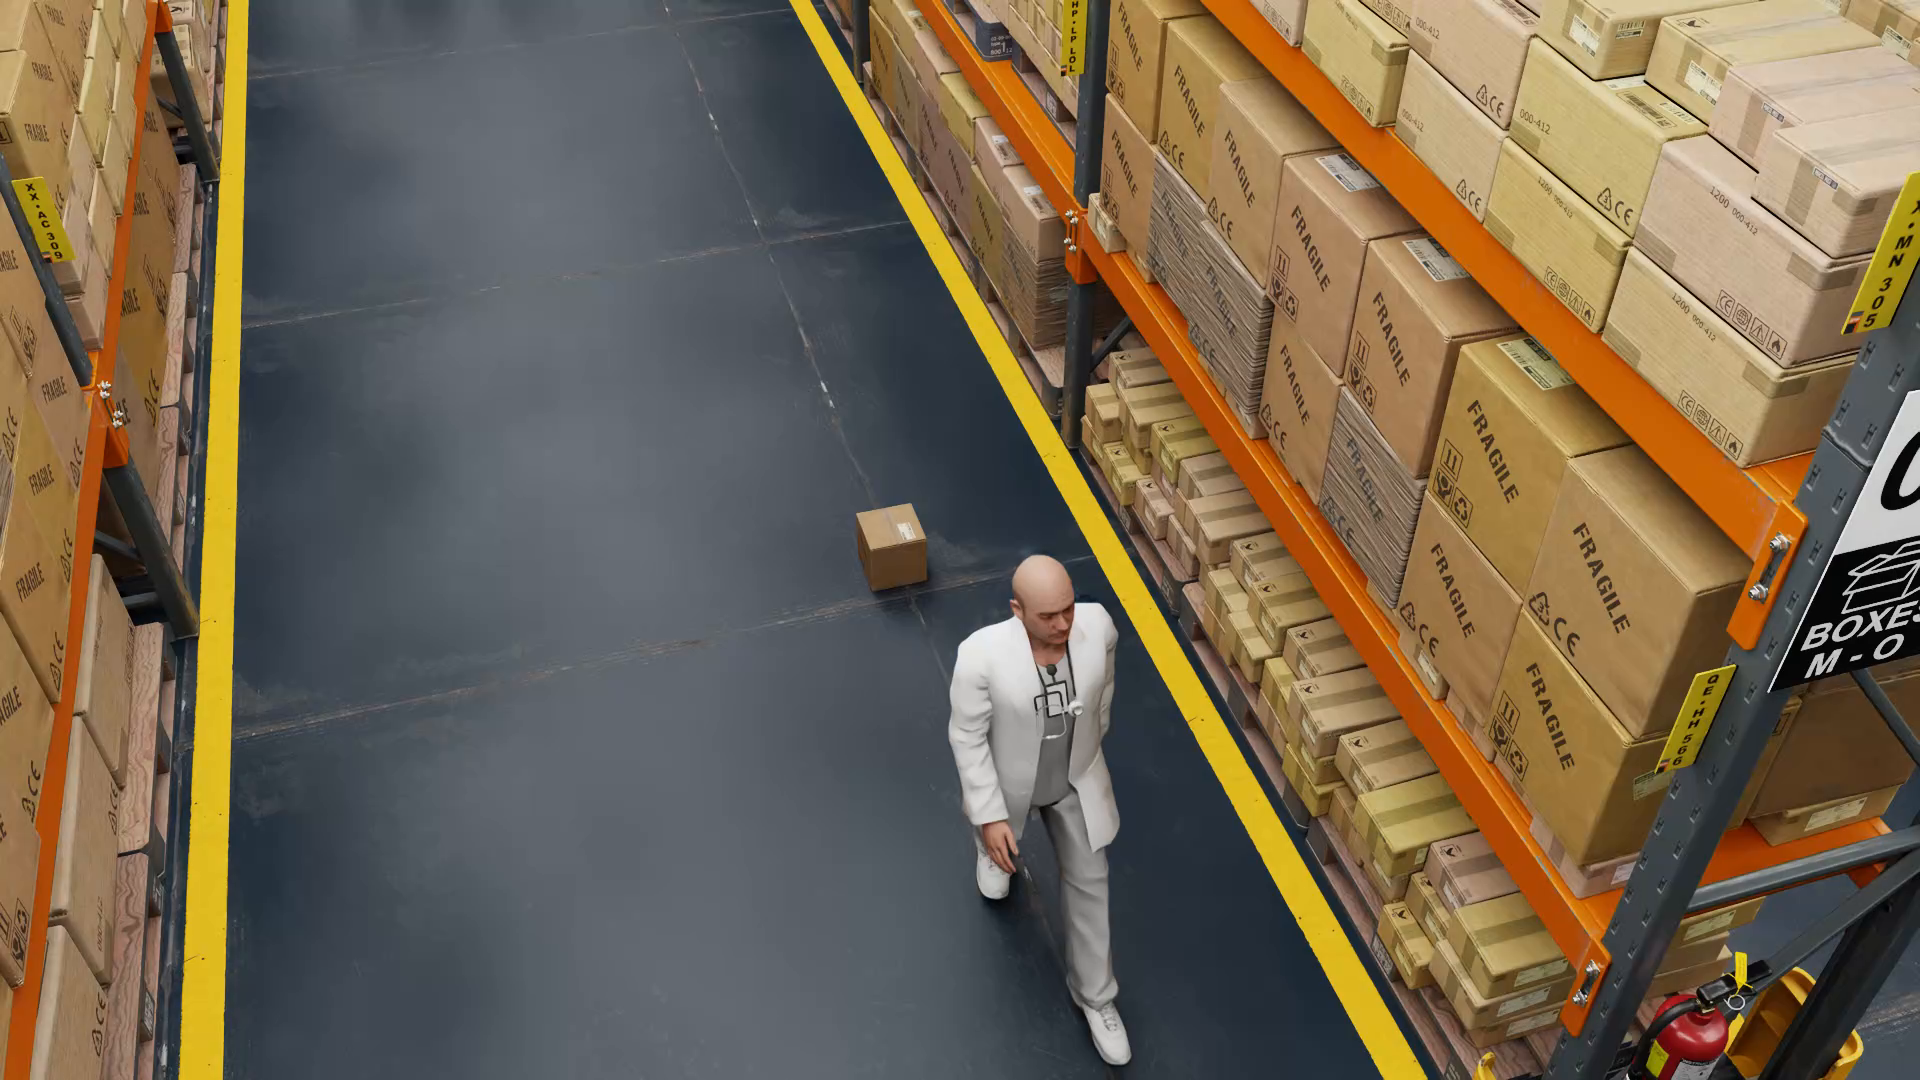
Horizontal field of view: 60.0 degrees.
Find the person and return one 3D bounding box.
[{"bbox_3d":[0.274,0.804,5.255,0.584,1.719,1.150,-10,43,-11],"label":"person"}]
